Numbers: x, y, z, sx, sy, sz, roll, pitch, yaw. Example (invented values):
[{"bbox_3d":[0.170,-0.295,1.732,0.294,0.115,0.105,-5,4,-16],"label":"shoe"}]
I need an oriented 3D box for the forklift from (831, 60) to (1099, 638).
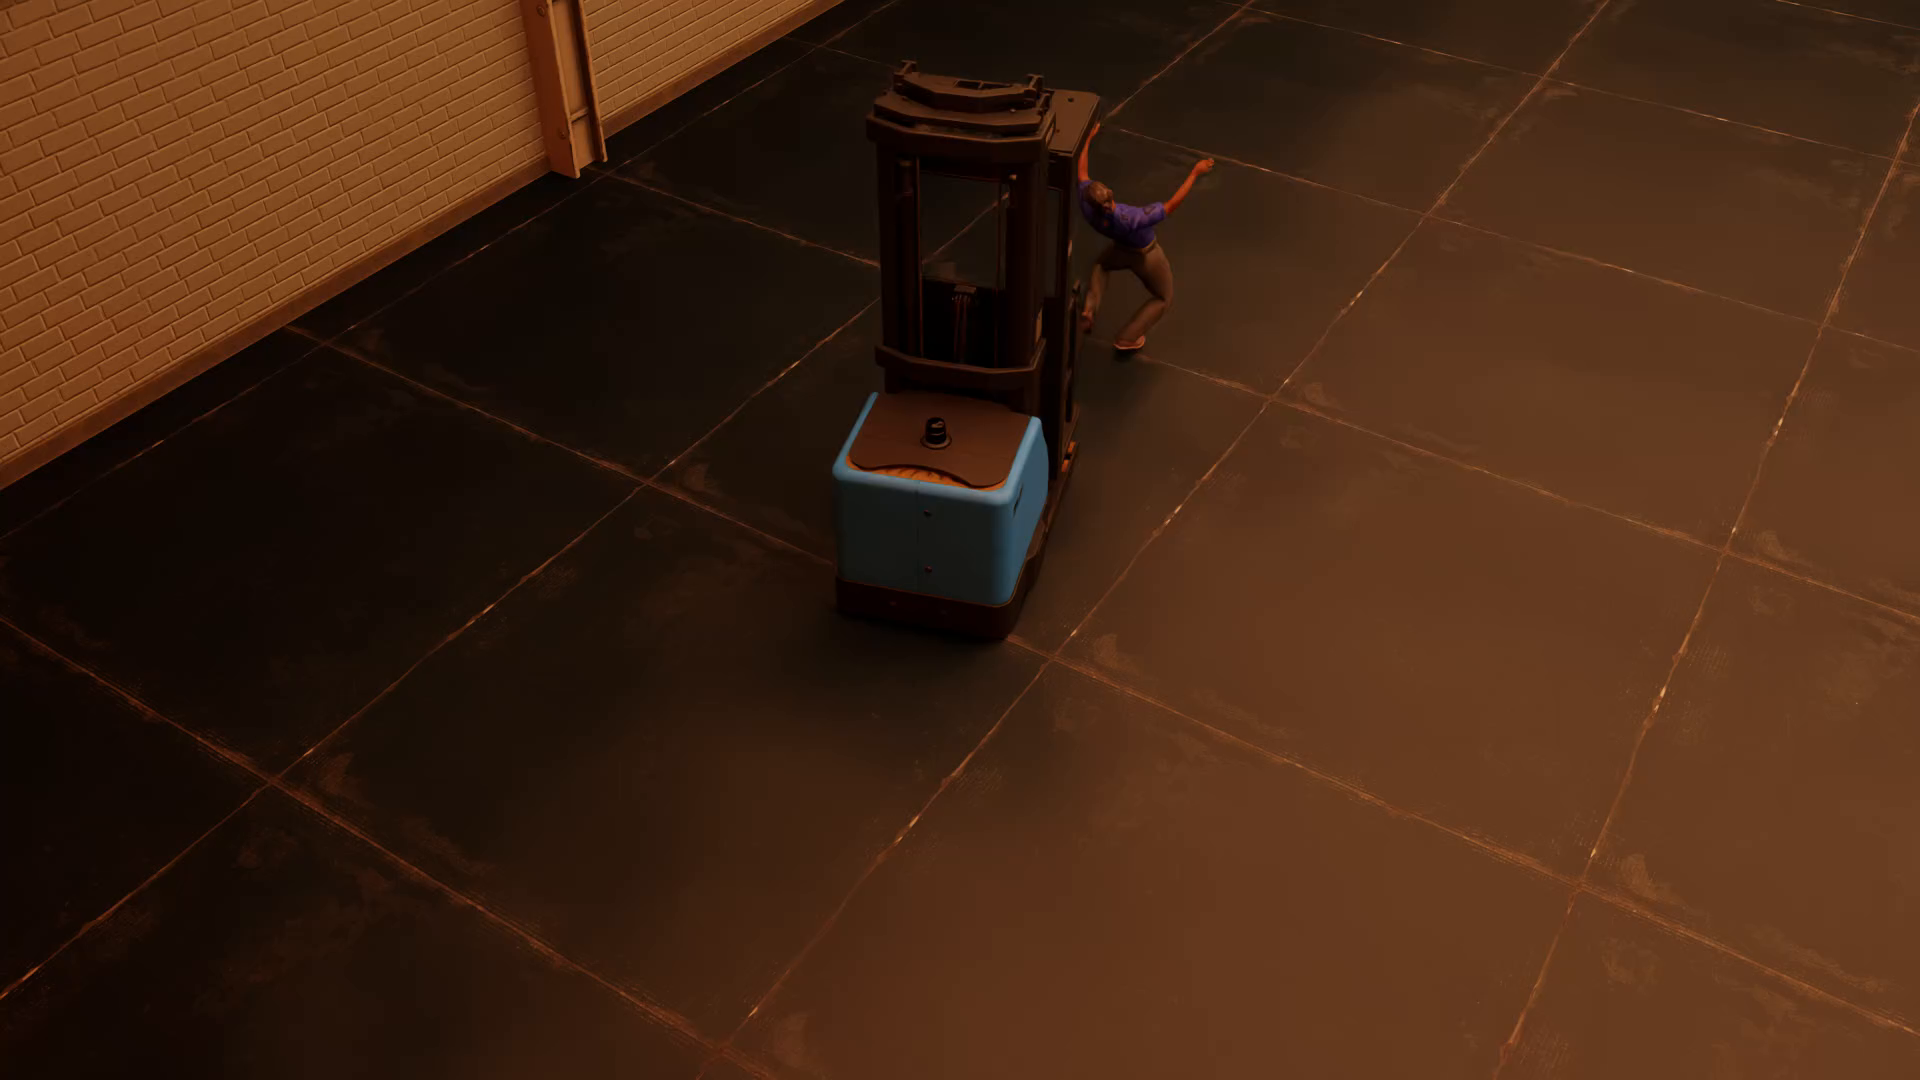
[{"bbox_3d":[0.148,-1.523,9.764,1.130,2.935,3.031,10,41,11],"label":"forklift"}]

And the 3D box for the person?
[{"bbox_3d":[1.152,-1.995,11.363,0.896,1.586,0.677,24,46,25],"label":"person"}]
